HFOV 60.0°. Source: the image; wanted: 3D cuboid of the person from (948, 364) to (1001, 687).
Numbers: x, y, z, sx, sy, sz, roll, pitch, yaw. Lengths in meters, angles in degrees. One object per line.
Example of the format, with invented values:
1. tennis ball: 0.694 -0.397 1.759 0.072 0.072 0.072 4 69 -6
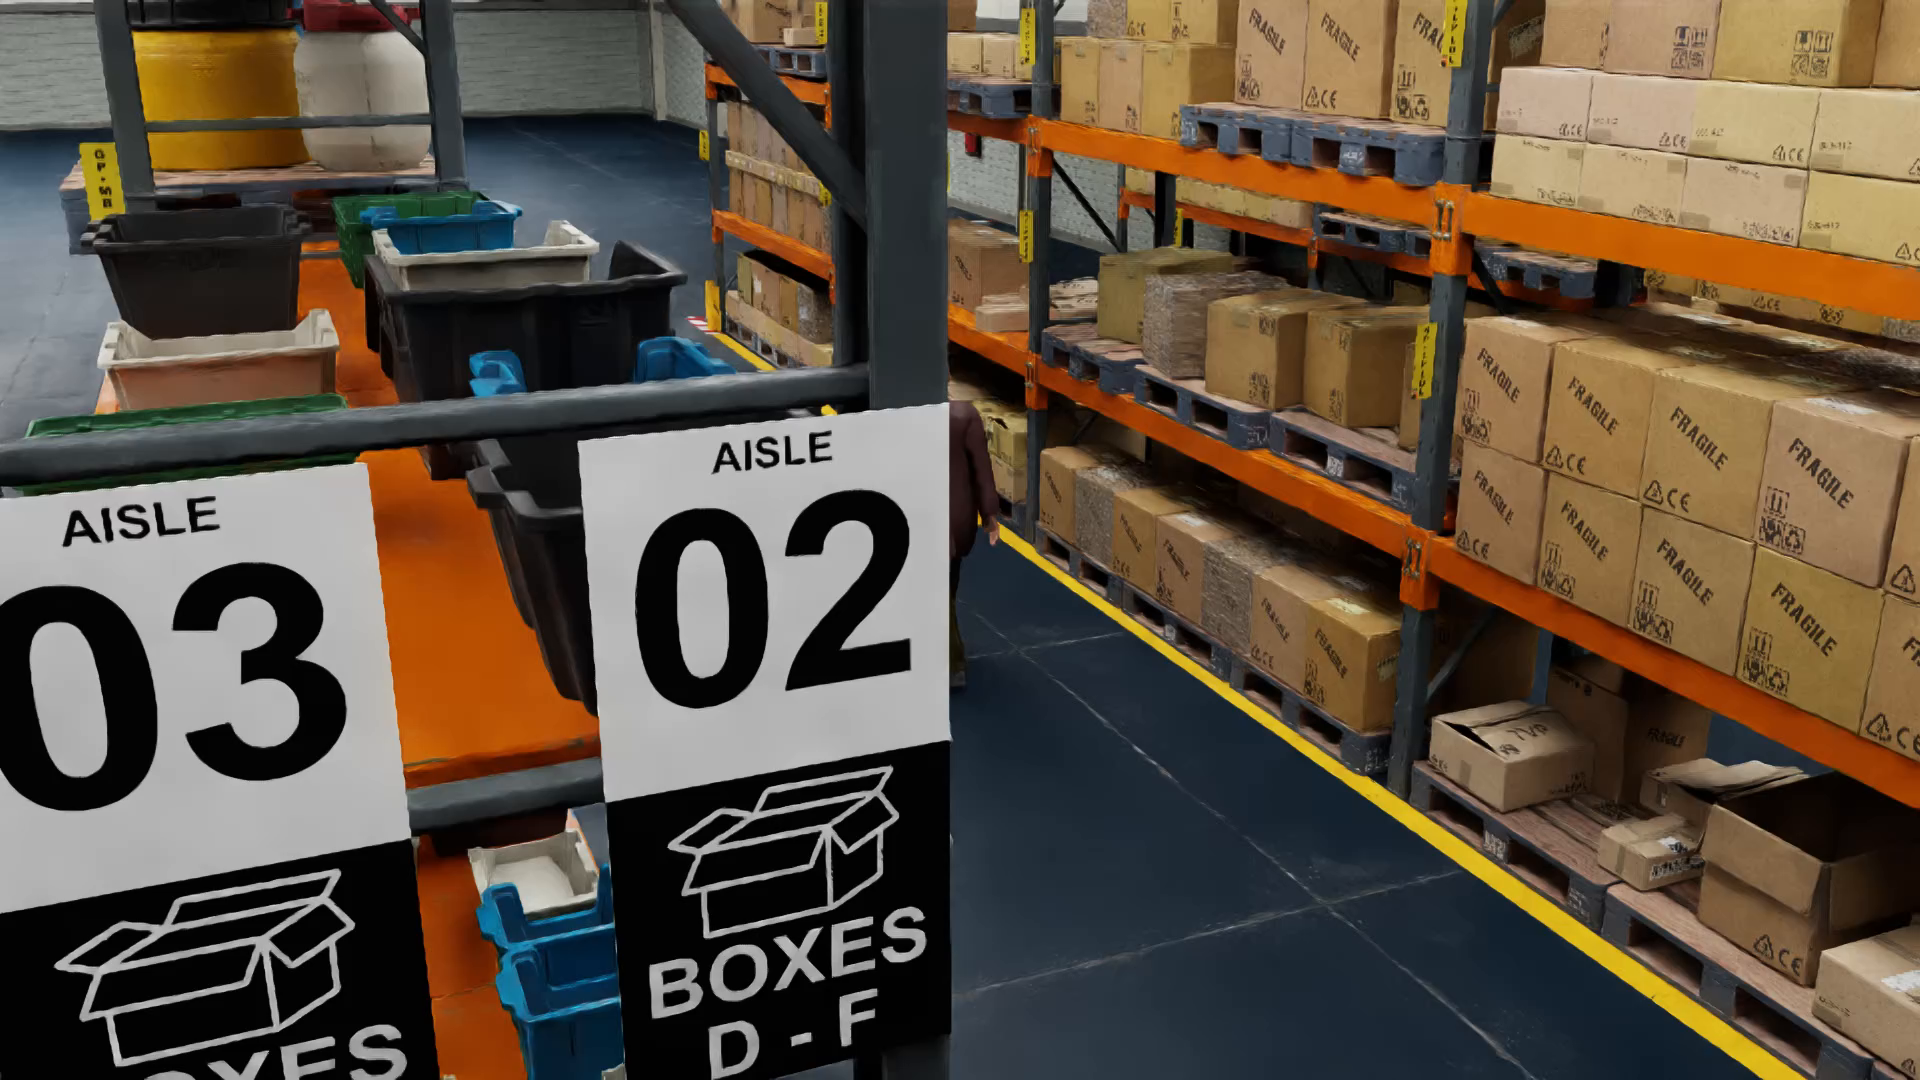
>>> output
1. person: -0.160 -0.171 9.082 0.624 1.724 1.029 -7 20 -20
